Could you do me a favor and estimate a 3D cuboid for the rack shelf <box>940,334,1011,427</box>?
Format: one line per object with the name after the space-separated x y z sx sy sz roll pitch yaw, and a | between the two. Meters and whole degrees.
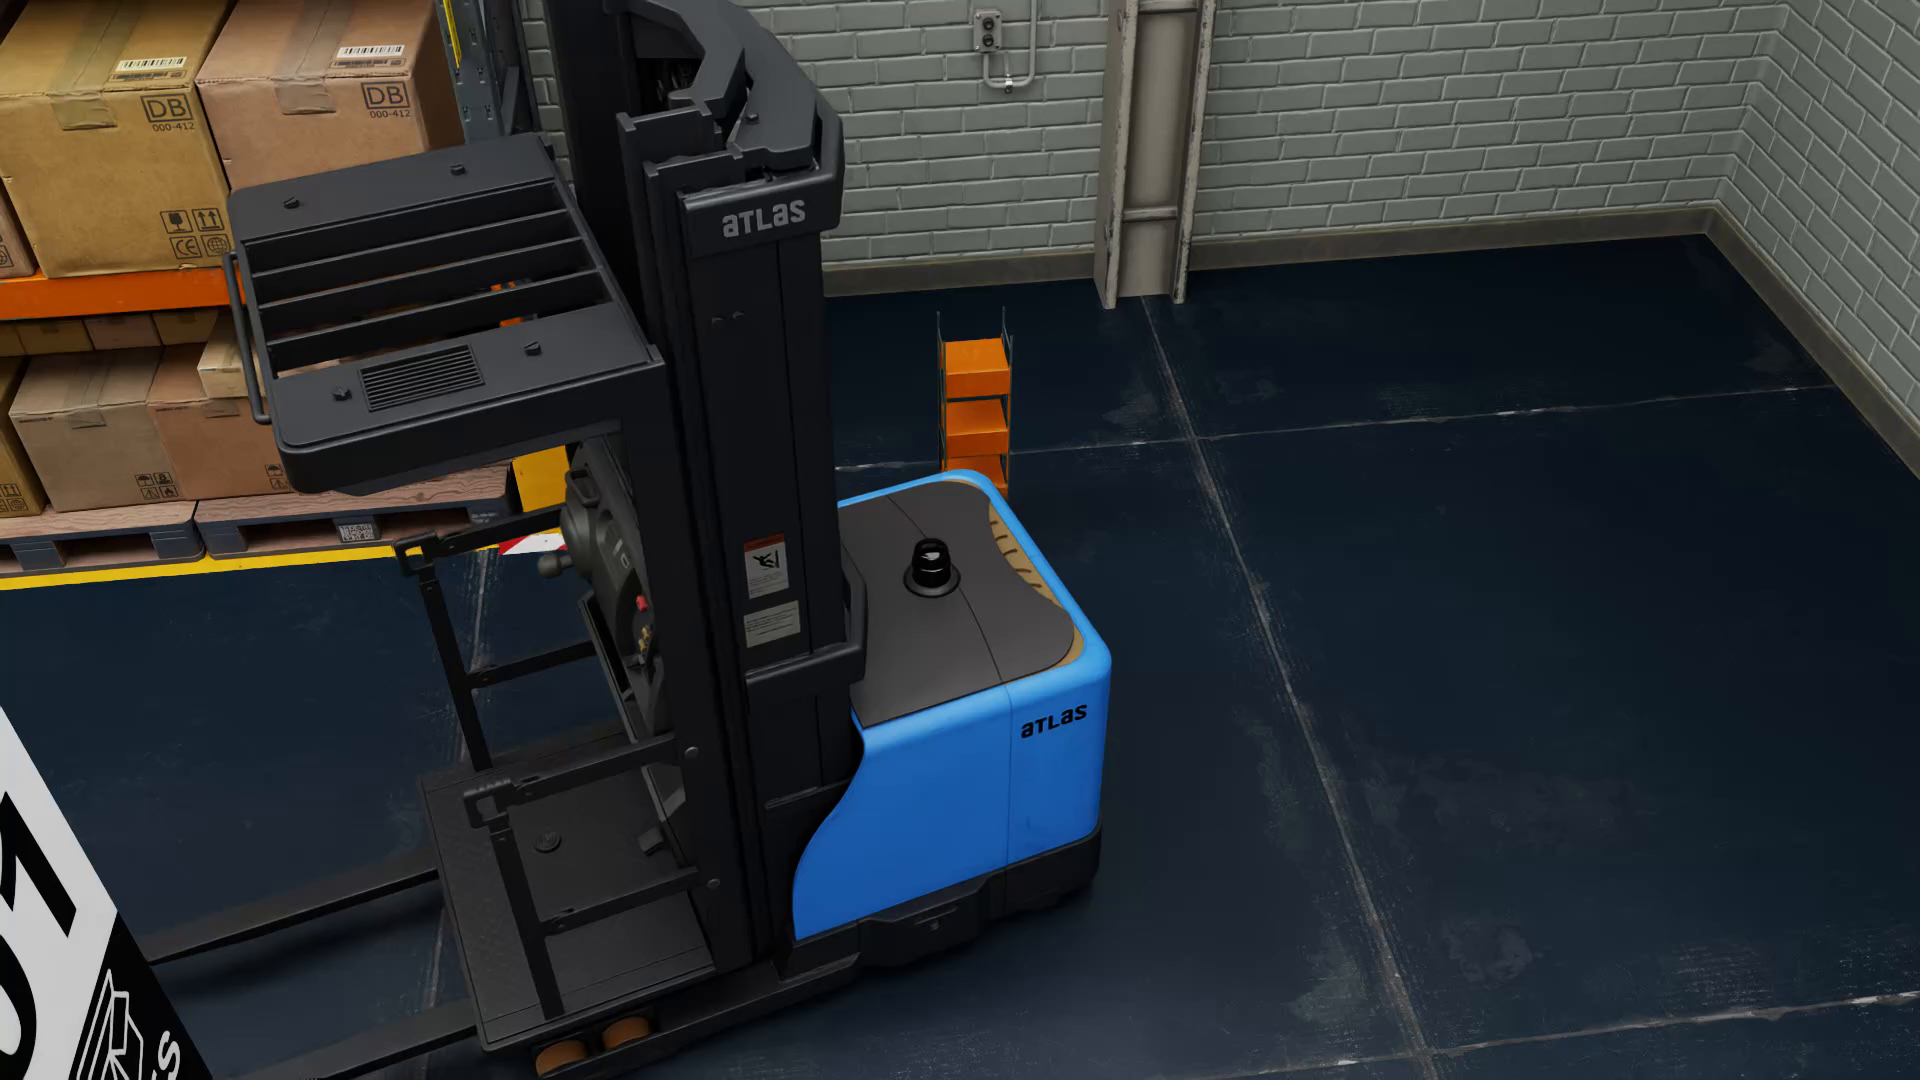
0.053 -0.597 6.221 0.240 0.259 0.215 -5 42 -6 | rack shelf

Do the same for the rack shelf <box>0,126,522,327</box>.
-3.679 -1.093 6.259 4.000 0.370 1.077 -5 42 -6 | rack shelf

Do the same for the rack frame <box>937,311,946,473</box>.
-0.068 -0.384 6.392 0.008 1.050 0.200 -5 42 -6 | rack frame

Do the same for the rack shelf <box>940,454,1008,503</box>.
0.053 -0.180 6.597 0.240 0.259 0.215 -5 42 -6 | rack shelf

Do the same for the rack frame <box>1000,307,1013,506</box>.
0.174 -0.405 6.415 0.008 1.050 0.200 -5 42 -6 | rack frame

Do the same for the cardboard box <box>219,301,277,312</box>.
-2.781 -0.974 6.659 0.250 0.149 0.380 -5 42 -5 | cardboard box

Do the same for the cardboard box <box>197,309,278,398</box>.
-2.734 -0.720 6.377 0.250 0.149 0.380 -4 42 -4 | cardboard box

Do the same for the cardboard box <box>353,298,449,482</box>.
-2.377 -0.634 6.766 0.500 0.500 0.700 -5 42 -6 | cardboard box

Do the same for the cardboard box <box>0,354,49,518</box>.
-3.900 -0.495 6.612 0.500 0.500 0.700 -4 42 -5 | cardboard box

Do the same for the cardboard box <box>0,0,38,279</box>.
-3.678 -1.463 5.909 0.700 0.700 0.980 -7 43 -8 | cardboard box

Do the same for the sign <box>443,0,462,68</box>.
-1.639 -1.690 5.342 0.005 0.325 0.100 -5 42 -6 | sign

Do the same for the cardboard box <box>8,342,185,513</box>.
-3.372 -0.546 6.669 0.500 0.500 0.700 -6 42 -7 | cardboard box

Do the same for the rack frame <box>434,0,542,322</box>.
-1.696 -1.533 6.210 0.127 3.000 1.000 -5 42 -6 | rack frame

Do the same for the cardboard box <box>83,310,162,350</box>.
-3.282 -0.930 6.610 0.250 0.149 0.380 -4 42 -5 | cardboard box

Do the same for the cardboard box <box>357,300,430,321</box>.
-2.279 -1.018 6.708 0.250 0.149 0.380 -5 42 -5 | cardboard box

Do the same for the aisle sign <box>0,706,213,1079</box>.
-1.021 0.590 1.916 0.004 0.787 0.394 -5 42 -6 | aisle sign

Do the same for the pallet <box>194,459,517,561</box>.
-2.479 -0.376 7.010 1.213 0.211 1.003 -5 42 -6 | pallet

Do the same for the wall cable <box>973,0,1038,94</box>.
-0.549 -2.650 6.690 1.851 1.984 0.084 -5 42 -6 | wall cable

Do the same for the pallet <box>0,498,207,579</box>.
-3.686 -0.273 6.895 1.213 0.211 1.003 -5 42 -6 | pallet

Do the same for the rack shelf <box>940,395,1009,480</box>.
0.053 -0.387 6.411 0.240 0.259 0.215 -5 42 -6 | rack shelf

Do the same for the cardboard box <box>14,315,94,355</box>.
-3.536 -0.907 6.585 0.250 0.149 0.380 -5 42 -5 | cardboard box

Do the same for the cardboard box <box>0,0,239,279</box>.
-2.920 -1.523 5.975 0.700 0.700 0.980 -5 42 -6 | cardboard box

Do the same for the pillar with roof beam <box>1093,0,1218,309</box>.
1.427 -1.711 1.928 0.400 9.000 9.100 -5 42 -6 | pillar with roof beam

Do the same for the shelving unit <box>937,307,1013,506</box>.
0.053 -0.394 6.404 0.252 1.050 0.215 -5 42 -6 | shelving unit

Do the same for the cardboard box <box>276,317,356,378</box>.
-2.481 -0.743 6.402 0.250 0.149 0.380 -5 42 -6 | cardboard box

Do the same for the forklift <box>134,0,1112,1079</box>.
-1.108 0.146 4.400 3.031 2.935 1.130 -16 45 -17 | forklift

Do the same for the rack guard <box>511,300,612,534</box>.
-1.672 -0.607 7.050 0.348 0.500 1.175 -5 42 -6 | rack guard

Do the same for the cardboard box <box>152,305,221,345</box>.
-3.030 -0.953 6.635 0.250 0.149 0.380 -5 42 -5 | cardboard box

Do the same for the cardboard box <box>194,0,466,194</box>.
-2.200 -1.594 6.054 0.700 0.700 0.980 -3 42 -4 | cardboard box

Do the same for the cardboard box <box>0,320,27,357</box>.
-3.787 -0.886 6.561 0.250 0.149 0.380 -6 42 -6 | cardboard box

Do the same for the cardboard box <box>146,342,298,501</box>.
-2.873 -0.590 6.718 0.500 0.500 0.700 -5 42 -6 | cardboard box

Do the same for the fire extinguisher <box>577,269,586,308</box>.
-1.487 -1.073 6.036 0.183 0.674 0.296 -5 42 -6 | fire extinguisher
